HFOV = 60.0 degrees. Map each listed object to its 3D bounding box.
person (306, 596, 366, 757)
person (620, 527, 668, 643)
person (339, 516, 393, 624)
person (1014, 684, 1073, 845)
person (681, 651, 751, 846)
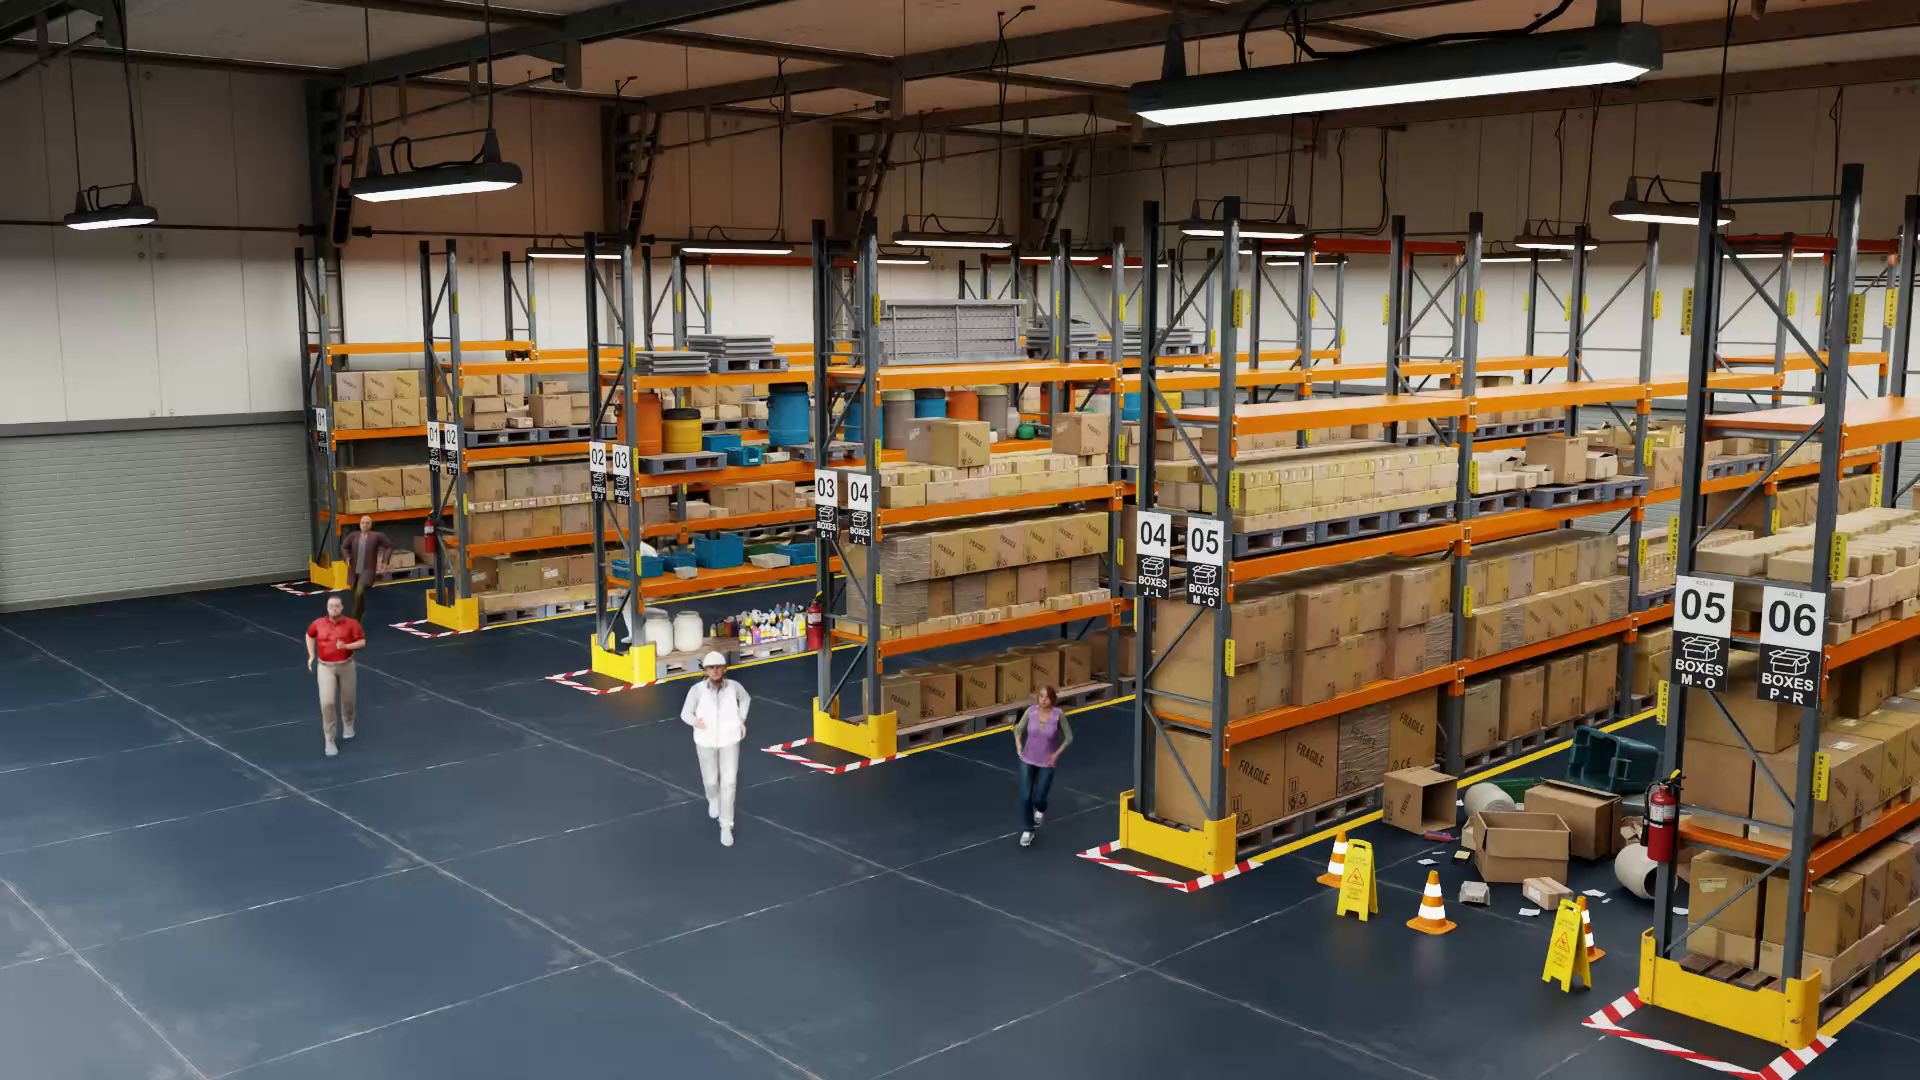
[{"bbox_3d":[-7.142,1.525,19.079,0.640,1.788,0.819,-3,9,-20],"label":"person"},{"bbox_3d":[-4.771,0.657,24.927,0.751,1.732,0.774,7,11,41],"label":"person"},{"bbox_3d":[-9.265,0.513,25.847,0.763,1.792,0.960,1,8,4],"label":"person"},{"bbox_3d":[0.778,2.120,15.787,0.567,1.552,0.592,3,9,18],"label":"person"},{"bbox_3d":[-2.337,1.940,15.970,0.664,1.776,0.970,-1,8,-8],"label":"person"}]
